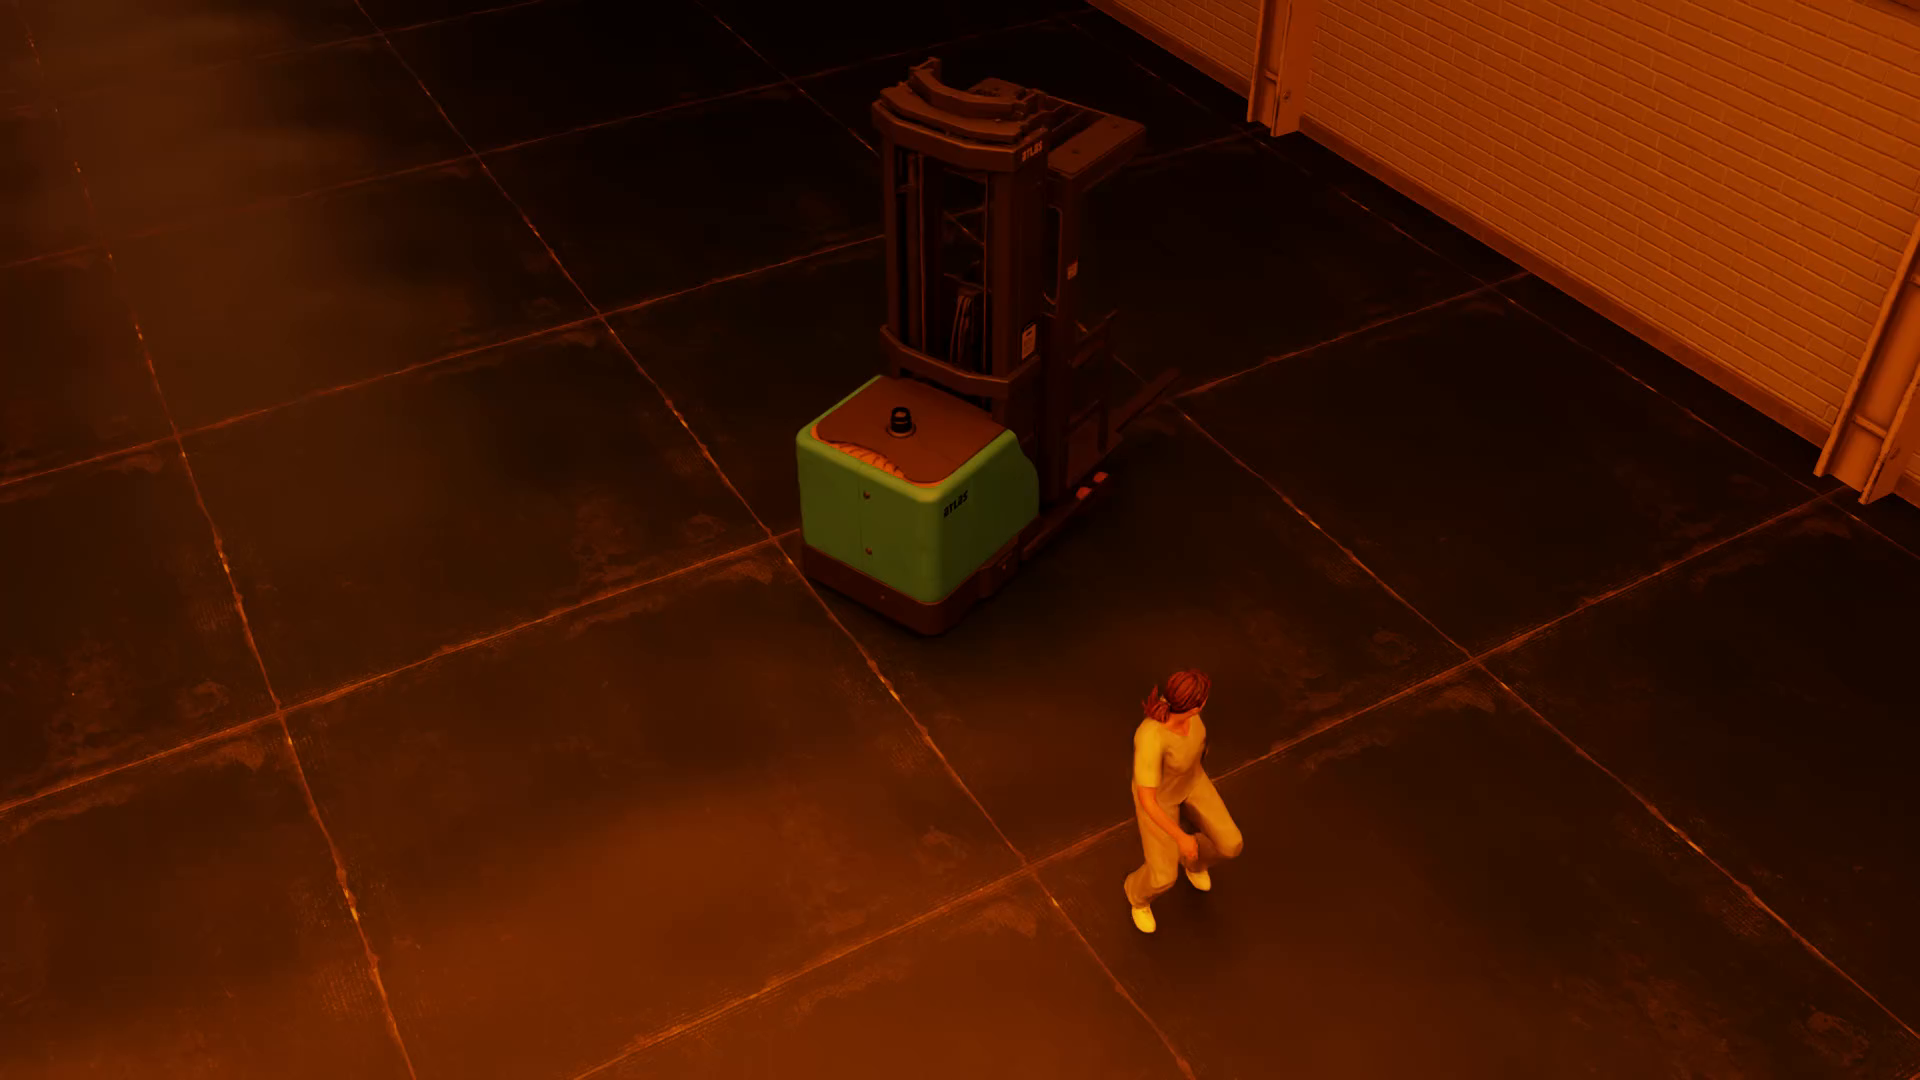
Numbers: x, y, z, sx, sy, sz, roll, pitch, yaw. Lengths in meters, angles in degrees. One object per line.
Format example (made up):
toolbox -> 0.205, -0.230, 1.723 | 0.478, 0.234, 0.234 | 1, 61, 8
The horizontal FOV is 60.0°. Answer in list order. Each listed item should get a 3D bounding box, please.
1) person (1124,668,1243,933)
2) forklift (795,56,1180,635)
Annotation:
person -> 1.015, 1.168, 7.688 | 0.666, 1.587, 0.601 | -27, 47, -29
forklift -> 0.335, -1.471, 9.810 | 1.130, 2.935, 3.031 | 25, 46, 27
